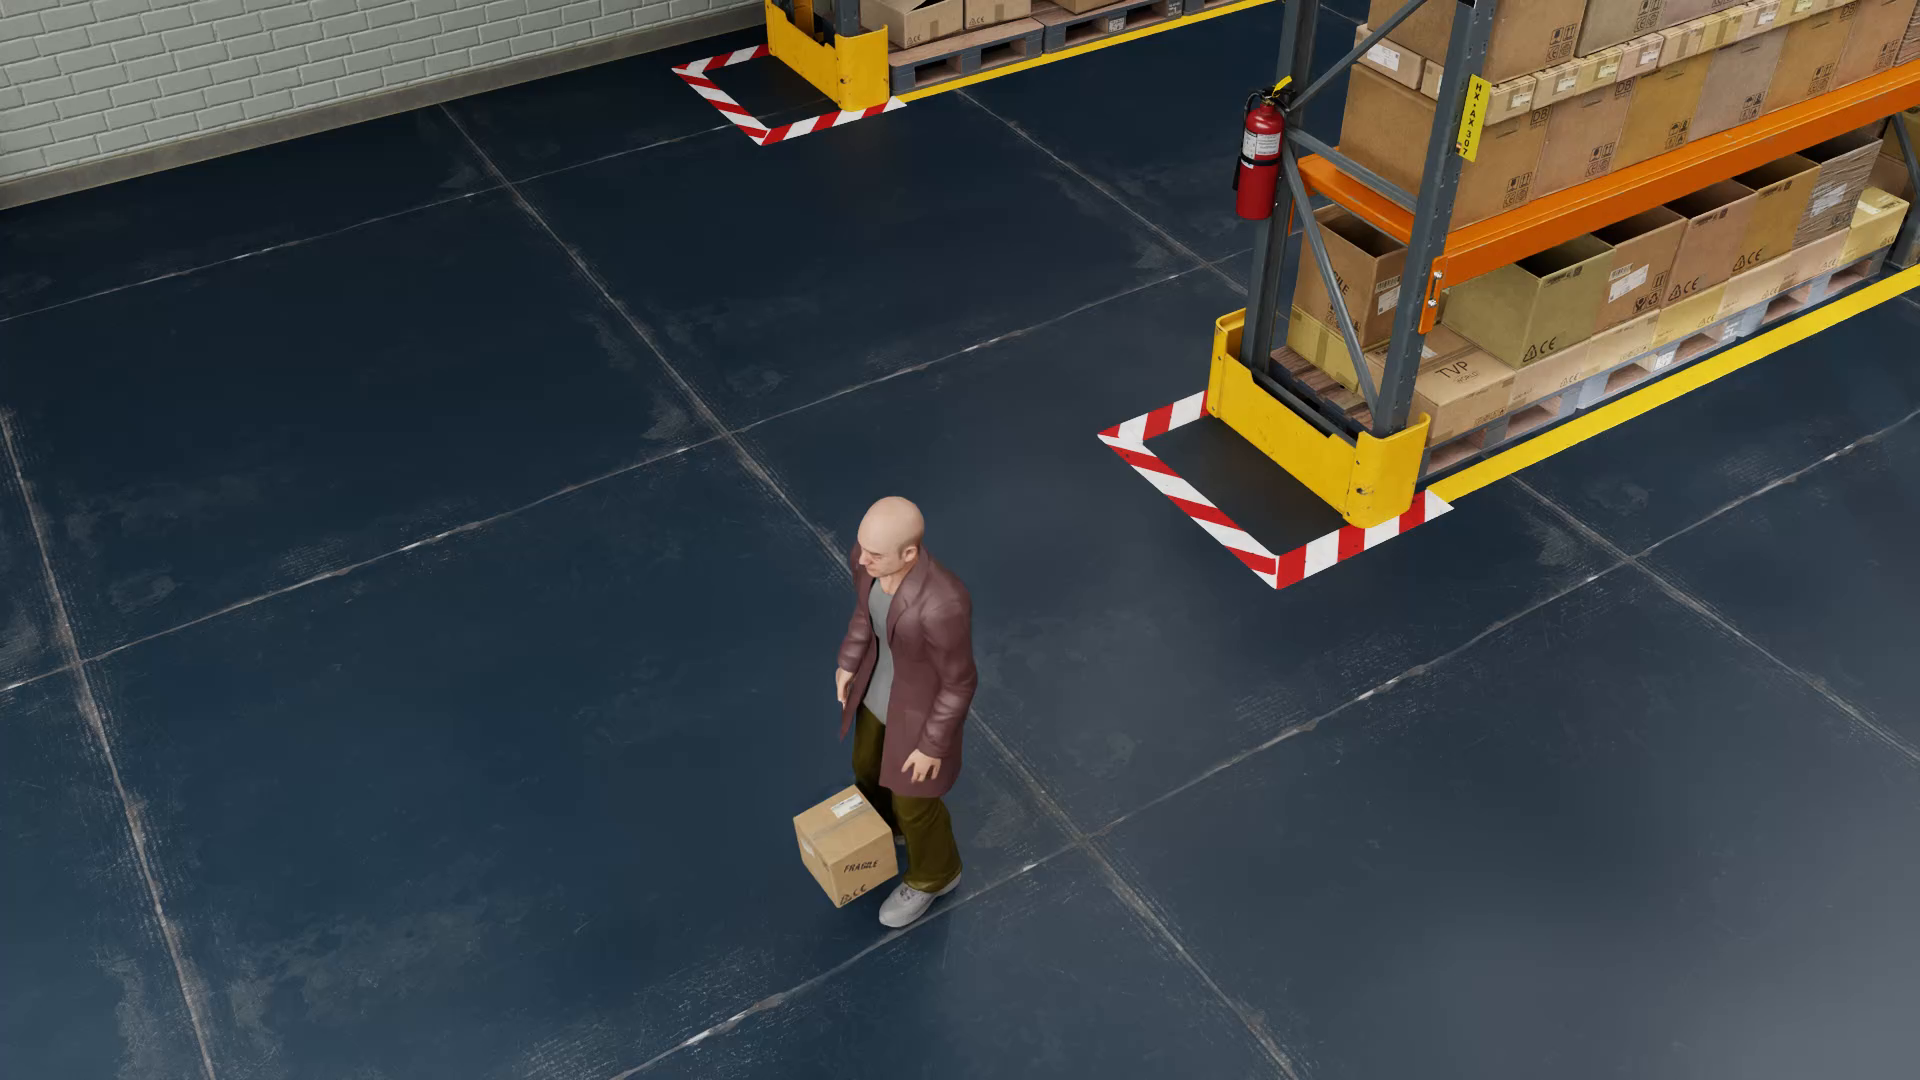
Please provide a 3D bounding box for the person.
[{"bbox_3d":[-0.189,0.548,5.520,0.425,1.775,0.601,-24,46,-25],"label":"person"}]
